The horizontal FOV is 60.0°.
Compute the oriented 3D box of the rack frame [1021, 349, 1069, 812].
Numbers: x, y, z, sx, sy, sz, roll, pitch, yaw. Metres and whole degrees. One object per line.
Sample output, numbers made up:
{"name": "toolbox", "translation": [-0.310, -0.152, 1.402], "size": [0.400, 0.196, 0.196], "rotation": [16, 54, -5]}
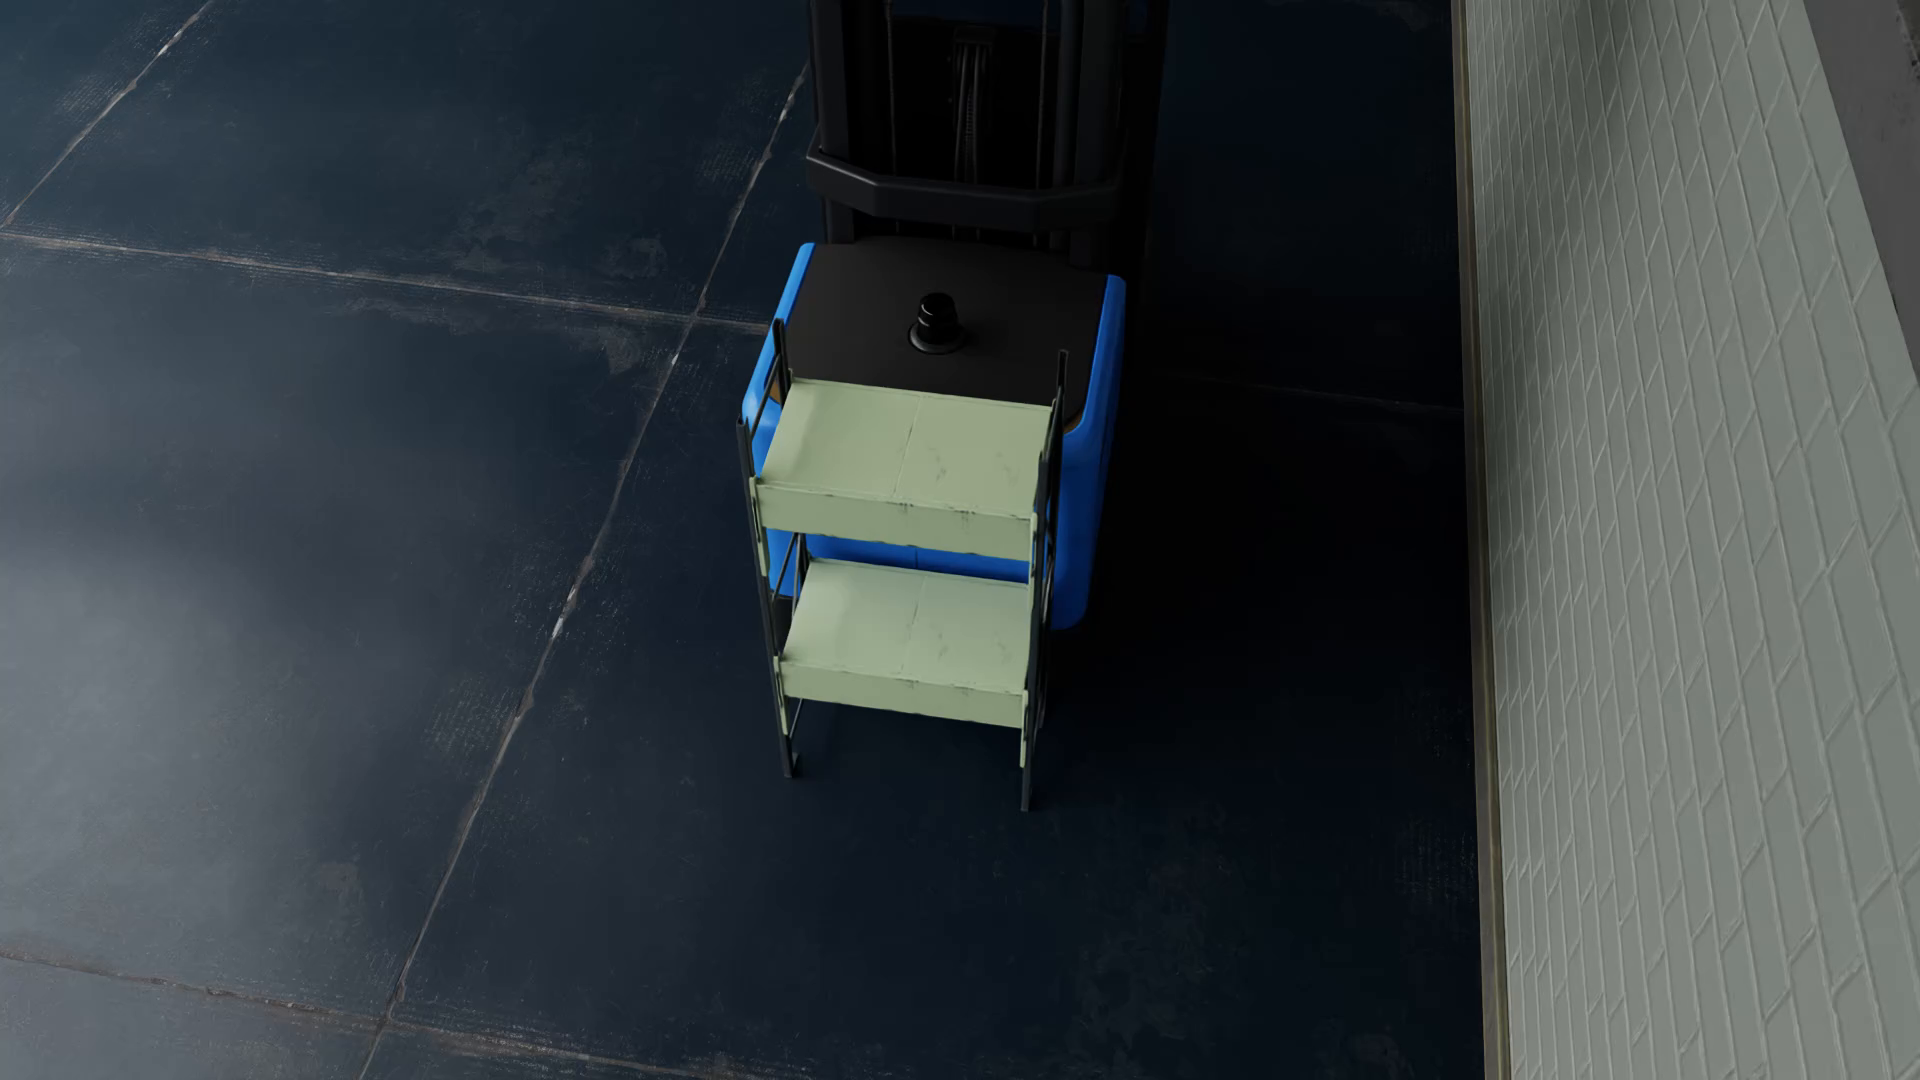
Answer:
{"name": "rack frame", "translation": [0.228, 0.172, 4.588], "size": [0.023, 1.500, 0.400], "rotation": [7, 48, 6]}

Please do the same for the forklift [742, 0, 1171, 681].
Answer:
{"name": "forklift", "translation": [0.120, -1.648, 5.261], "size": [1.130, 2.935, 3.031], "rotation": [7, 48, 6]}

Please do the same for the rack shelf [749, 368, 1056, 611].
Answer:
{"name": "rack shelf", "translation": [-0.133, -0.134, 4.338], "size": [0.720, 0.370, 0.431], "rotation": [7, 48, 6]}

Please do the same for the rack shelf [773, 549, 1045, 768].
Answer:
{"name": "rack shelf", "translation": [-0.133, 0.344, 4.870], "size": [0.720, 0.370, 0.431], "rotation": [7, 48, 6]}

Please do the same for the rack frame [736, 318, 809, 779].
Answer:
{"name": "rack frame", "translation": [-0.494, 0.081, 4.668], "size": [0.023, 1.500, 0.400], "rotation": [7, 48, 6]}

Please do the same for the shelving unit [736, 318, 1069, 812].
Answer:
{"name": "shelving unit", "translation": [-0.133, 0.127, 4.628], "size": [0.755, 1.500, 0.431], "rotation": [7, 48, 6]}
